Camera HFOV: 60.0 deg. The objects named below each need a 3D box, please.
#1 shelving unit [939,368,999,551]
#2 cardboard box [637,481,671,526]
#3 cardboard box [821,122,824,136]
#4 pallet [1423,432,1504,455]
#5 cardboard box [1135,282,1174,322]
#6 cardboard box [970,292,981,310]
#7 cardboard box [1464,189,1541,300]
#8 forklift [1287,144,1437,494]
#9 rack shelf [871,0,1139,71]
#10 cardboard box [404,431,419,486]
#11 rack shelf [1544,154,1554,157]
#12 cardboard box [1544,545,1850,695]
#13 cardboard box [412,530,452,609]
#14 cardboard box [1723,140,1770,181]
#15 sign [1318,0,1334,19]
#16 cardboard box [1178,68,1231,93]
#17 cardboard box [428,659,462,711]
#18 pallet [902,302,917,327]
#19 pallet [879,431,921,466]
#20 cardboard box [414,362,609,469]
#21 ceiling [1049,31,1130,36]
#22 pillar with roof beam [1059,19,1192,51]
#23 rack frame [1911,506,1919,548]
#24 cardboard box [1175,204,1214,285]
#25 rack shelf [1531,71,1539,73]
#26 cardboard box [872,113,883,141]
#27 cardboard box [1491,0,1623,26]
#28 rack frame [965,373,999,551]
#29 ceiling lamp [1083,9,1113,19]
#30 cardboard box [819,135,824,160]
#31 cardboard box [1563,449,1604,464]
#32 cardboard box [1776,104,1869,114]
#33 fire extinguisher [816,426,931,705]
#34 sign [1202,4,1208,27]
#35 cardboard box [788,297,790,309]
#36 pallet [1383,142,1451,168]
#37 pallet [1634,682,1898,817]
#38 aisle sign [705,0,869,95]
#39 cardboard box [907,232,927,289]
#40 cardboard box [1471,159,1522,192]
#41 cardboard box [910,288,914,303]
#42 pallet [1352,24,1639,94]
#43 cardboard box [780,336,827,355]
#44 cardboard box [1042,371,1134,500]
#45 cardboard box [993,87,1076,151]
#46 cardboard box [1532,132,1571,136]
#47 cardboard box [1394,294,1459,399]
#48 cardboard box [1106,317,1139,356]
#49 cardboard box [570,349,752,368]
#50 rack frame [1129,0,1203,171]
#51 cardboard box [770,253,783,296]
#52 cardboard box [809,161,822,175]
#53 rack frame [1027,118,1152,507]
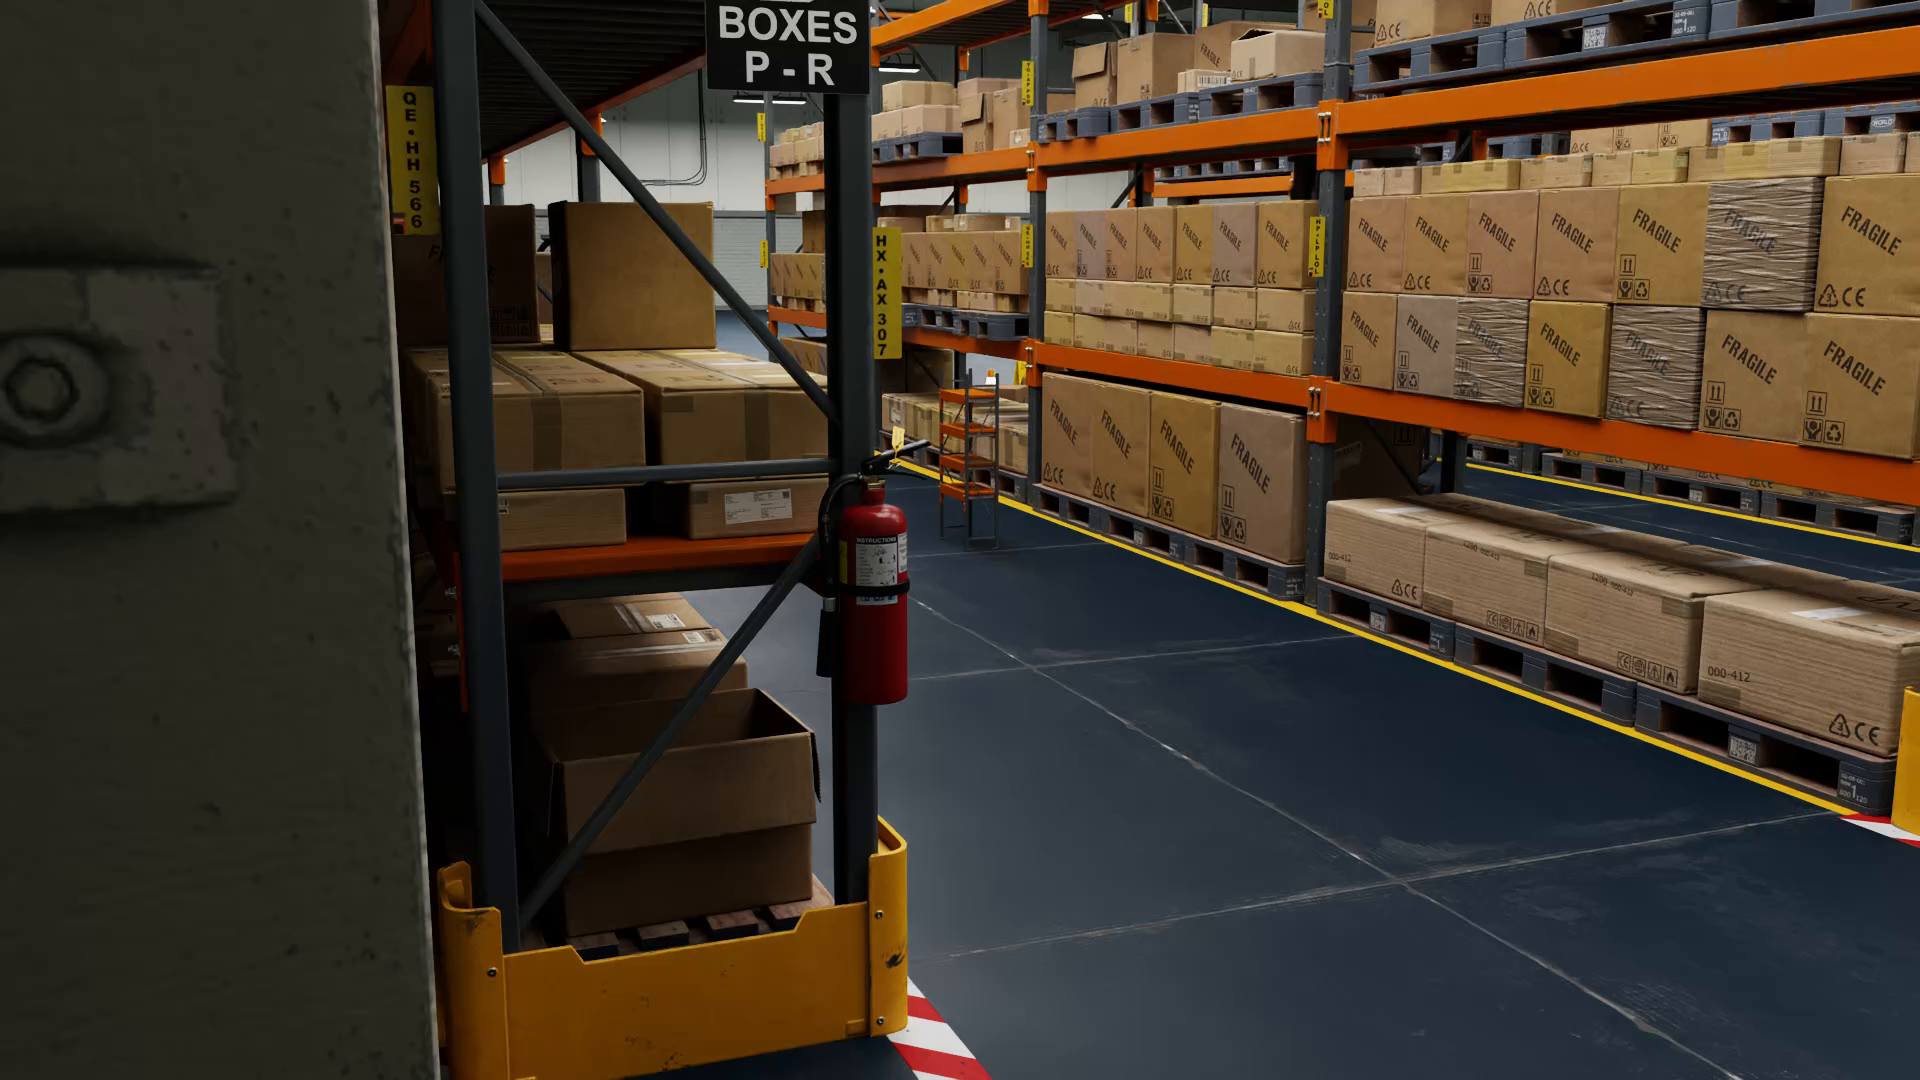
[{"bbox_3d":[0.060,-0.564,11.469,0.258,1.200,0.503,-4,11,-21],"label":"shelving unit"},{"bbox_3d":[-0.698,-0.141,4.672,0.380,0.149,0.250,-4,11,-19],"label":"cardboard box"},{"bbox_3d":[-1.275,-4.421,17.889,0.380,0.149,0.250,-4,11,-20],"label":"cardboard box"},{"bbox_3d":[4.949,-1.067,17.120,1.003,0.211,1.213,-4,11,-21],"label":"pallet"},{"bbox_3d":[1.506,-1.600,11.159,0.500,0.250,0.500,-4,11,-20],"label":"cardboard box"},{"bbox_3d":[0.307,-2.017,14.020,0.380,0.149,0.250,-4,11,-24],"label":"cardboard box"},{"bbox_3d":[2.775,-1.405,7.919,0.500,0.500,0.500,-4,11,-20],"label":"cardboard box"},{"bbox_3d":[3.171,-1.729,13.075,1.130,2.935,3.031,5,11,25],"label":"forklift"},{"bbox_3d":[0.301,-4.506,14.557,1.077,0.370,4.000,-4,11,-21],"label":"rack shelf"},{"bbox_3d":[-1.604,-0.275,5.425,0.380,0.149,0.250,-4,11,-20],"label":"cardboard box"},{"bbox_3d":[6.328,-2.903,12.973,1.077,0.370,4.000,-4,11,-21],"label":"rack shelf"},{"bbox_3d":[3.253,0.334,7.402,0.875,0.438,0.875,-4,11,-19],"label":"cardboard box"},{"bbox_3d":[-2.603,0.154,8.231,0.500,0.500,0.500,-4,11,-21],"label":"cardboard box"},{"bbox_3d":[3.269,-1.498,6.590,0.380,0.149,0.250,-4,11,-20],"label":"cardboard box"},{"bbox_3d":[1.973,-2.974,8.940,0.100,0.325,0.005,-4,11,-21],"label":"sign"},{"bbox_3d":[1.651,-2.991,10.881,0.380,0.166,0.250,-3,11,-16],"label":"cardboard box"},{"bbox_3d":[-1.973,0.582,6.829,0.380,0.149,0.250,-4,11,-22],"label":"cardboard box"},{"bbox_3d":[-0.282,-2.201,16.083,1.003,0.211,1.213,-4,11,-21],"label":"pallet"},{"bbox_3d":[-0.140,-0.930,16.350,1.003,0.211,1.213,-4,11,-21],"label":"pallet"},{"bbox_3d":[-1.300,-0.370,4.822,0.500,0.250,0.500,-4,11,-21],"label":"cardboard box"},{"bbox_3d":[2.535,-17.398,58.142,6.000,0.001,6.000,-4,11,-21],"label":"ceiling"},{"bbox_3d":[7.390,-12.172,54.461,9.100,9.000,0.548,-4,11,-21],"label":"pillar with roof beam"},{"bbox_3d":[7.053,-1.454,11.337,1.000,3.000,0.127,-4,11,-21],"label":"rack frame"},{"bbox_3d":[1.720,-1.890,10.647,0.500,0.500,0.500,-4,11,-19],"label":"cardboard box"},{"bbox_3d":[8.088,-5.983,21.728,1.077,0.370,4.000,-4,11,-21],"label":"rack shelf"},{"bbox_3d":[-0.585,-3.918,15.854,0.500,0.250,0.500,-4,11,-22],"label":"cardboard box"},{"bbox_3d":[2.994,-2.689,7.935,0.797,0.503,0.637,-3,11,-16],"label":"cardboard box"},{"bbox_3d":[0.148,-0.524,11.245,0.240,1.200,0.015,-4,11,-21],"label":"rack frame"},{"bbox_3d":[1.520,-10.414,27.910,2.000,3.185,0.800,-4,11,-21],"label":"ceiling lamp"},{"bbox_3d":[-1.190,-4.201,17.789,0.500,0.250,0.500,-4,11,-22],"label":"cardboard box"},{"bbox_3d":[5.622,-0.952,14.450,0.500,0.500,0.500,-4,11,-23],"label":"cardboard box"},{"bbox_3d":[6.615,-3.449,12.493,0.797,0.503,0.637,-4,11,-22],"label":"cardboard box"},{"bbox_3d":[-0.216,0.061,4.103,0.296,0.674,0.183,-4,11,-21],"label":"fire extinguisher"},{"bbox_3d":[3.215,-6.898,21.915,0.100,0.325,0.005,-4,11,-21],"label":"sign"},{"bbox_3d":[-1.817,-2.801,19.627,0.380,0.149,0.250,-4,11,-23],"label":"cardboard box"},{"bbox_3d":[4.912,-3.775,16.359,1.003,0.211,1.213,-3,11,-18],"label":"pallet"},{"bbox_3d":[3.562,0.777,6.758,1.003,0.211,1.213,-4,11,-21],"label":"pallet"},{"bbox_3d":[-0.401,-1.443,3.848,0.394,0.787,0.004,-4,11,-21],"label":"aisle sign"},{"bbox_3d":[-0.172,-2.574,15.297,0.500,0.500,0.500,-4,11,-21],"label":"cardboard box"},{"bbox_3d":[2.690,-1.747,7.990,0.380,0.149,0.250,-4,11,-23],"label":"cardboard box"},{"bbox_3d":[-0.261,-2.320,15.720,0.380,0.149,0.250,-3,11,-17],"label":"cardboard box"},{"bbox_3d":[2.762,-2.423,8.469,1.003,0.211,1.213,-4,11,-21],"label":"pallet"},{"bbox_3d":[-1.829,-2.152,19.768,0.500,0.500,0.500,-4,11,-23],"label":"cardboard box"},{"bbox_3d":[1.199,-0.819,12.635,0.875,0.875,0.875,-4,11,-21],"label":"cardboard box"},{"bbox_3d":[0.692,-3.458,13.751,0.700,0.500,0.500,-4,11,-21],"label":"cardboard box"},{"bbox_3d":[5.546,-3.928,15.450,0.500,0.311,0.500,-4,11,-21],"label":"cardboard box"},{"bbox_3d":[2.580,-0.997,8.482,0.500,0.500,0.500,-4,11,-21],"label":"cardboard box"},{"bbox_3d":[1.356,-1.438,11.675,0.500,0.250,0.500,-4,11,-19],"label":"cardboard box"},{"bbox_3d":[-0.983,-0.484,5.460,0.500,0.250,0.500,-4,11,-22],"label":"cardboard box"},{"bbox_3d":[2.704,-6.367,21.823,1.000,3.000,0.127,-4,11,-21],"label":"rack frame"},{"bbox_3d":[-1.960,-3.183,19.922,0.500,0.500,0.500,-4,11,-22],"label":"cardboard box"},{"bbox_3d":[-1.450,-4.110,18.417,0.380,0.149,0.250,-4,11,-22],"label":"cardboard box"},{"bbox_3d":[1.026,-1.777,13.149,1.000,3.000,0.127,-4,11,-21],"label":"rack frame"}]
